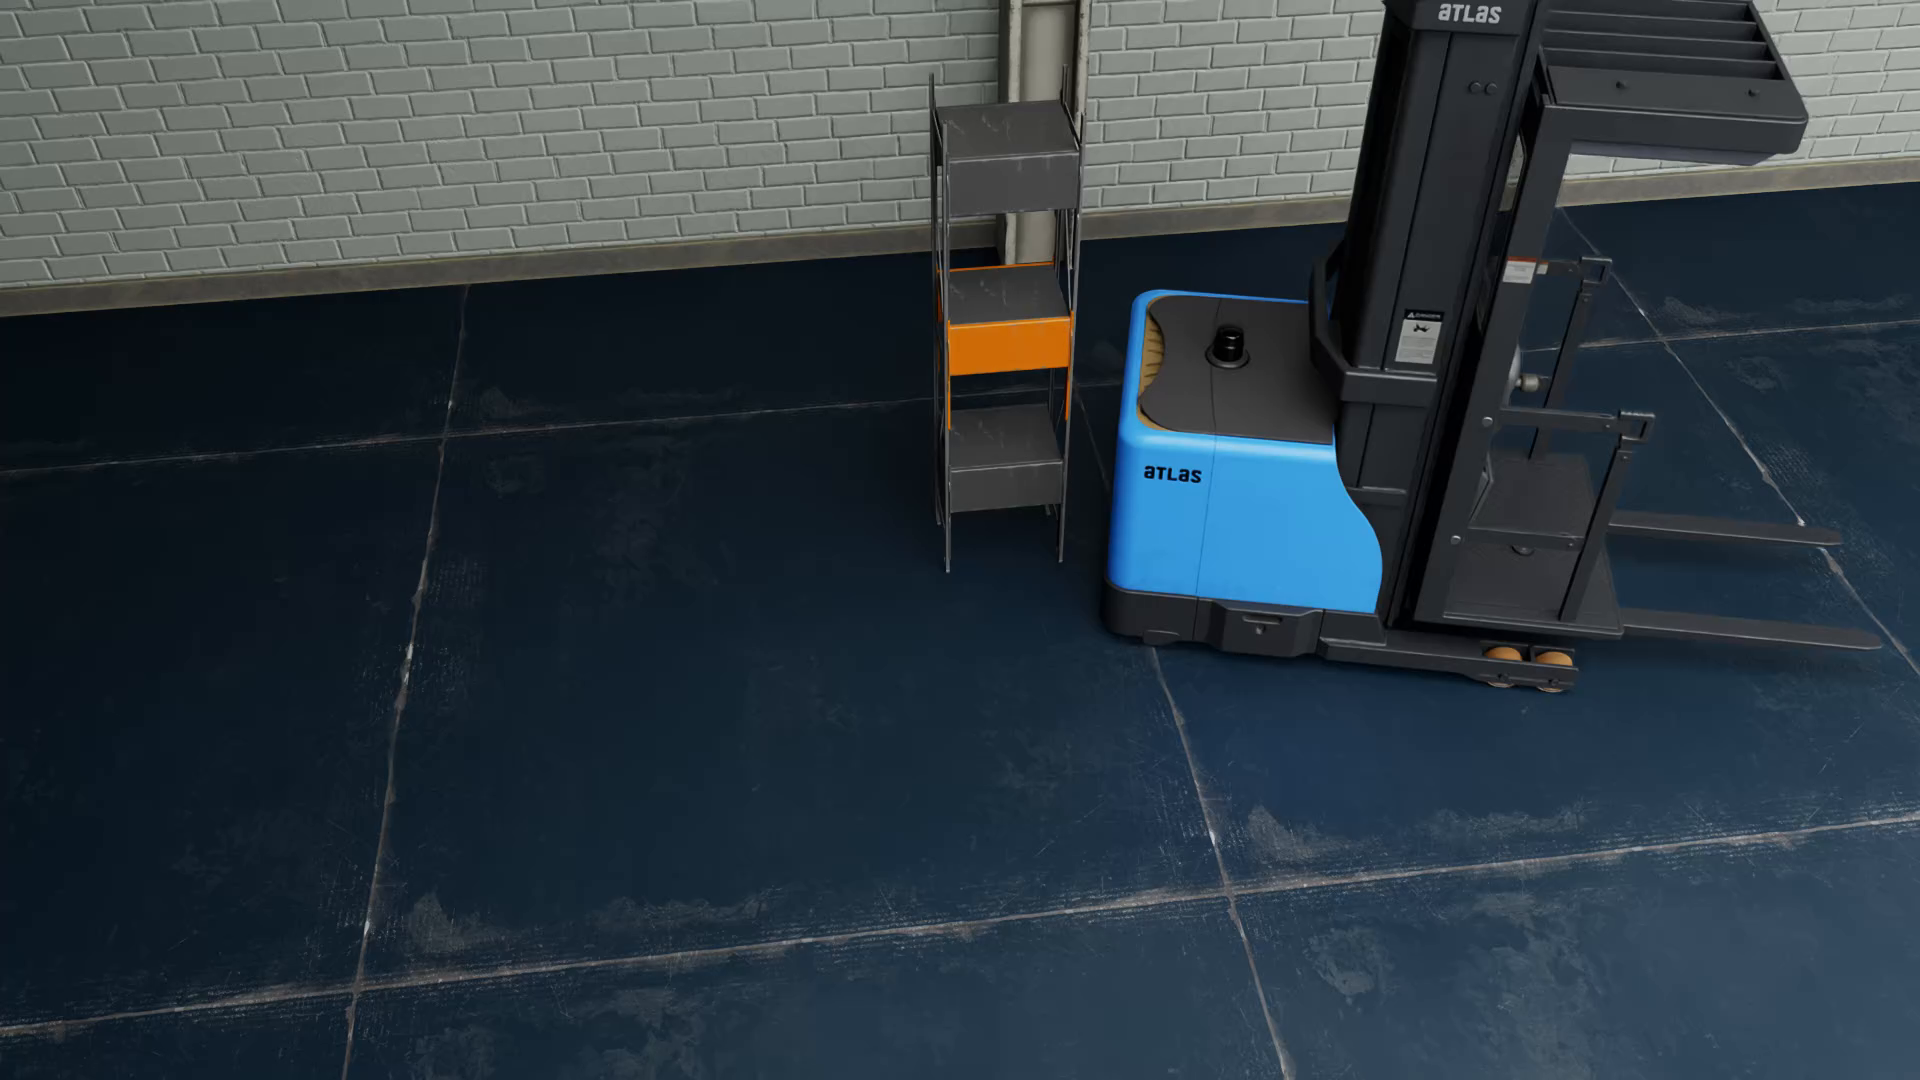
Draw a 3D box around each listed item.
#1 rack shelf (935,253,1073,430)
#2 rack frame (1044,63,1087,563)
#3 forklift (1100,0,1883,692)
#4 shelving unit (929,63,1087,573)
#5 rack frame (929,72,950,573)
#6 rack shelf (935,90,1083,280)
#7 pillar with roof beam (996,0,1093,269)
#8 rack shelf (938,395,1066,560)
[{"bbox_3d":[0.164,-0.784,6.572,0.480,0.518,0.431,-5,42,-6],"label":"rack shelf"},{"bbox_3d":[0.406,-0.815,6.586,0.015,2.100,0.400,-5,42,-6],"label":"rack frame"},{"bbox_3d":[2.130,-0.868,6.024,3.031,2.935,1.130,5,42,6],"label":"forklift"},{"bbox_3d":[0.164,-0.794,6.563,0.503,2.100,0.431,-5,42,-6],"label":"shelving unit"},{"bbox_3d":[-0.078,-0.773,6.539,0.015,2.100,0.400,-5,42,-6],"label":"rack frame"},{"bbox_3d":[0.164,-1.304,6.103,0.480,0.518,0.431,-5,42,-6],"label":"rack shelf"},{"bbox_3d":[0.968,-2.013,2.763,0.400,9.000,9.100,-5,42,-6],"label":"pillar with roof beam"},{"bbox_3d":[0.164,-0.264,7.041,0.480,0.518,0.431,-5,42,-6],"label":"rack shelf"}]
